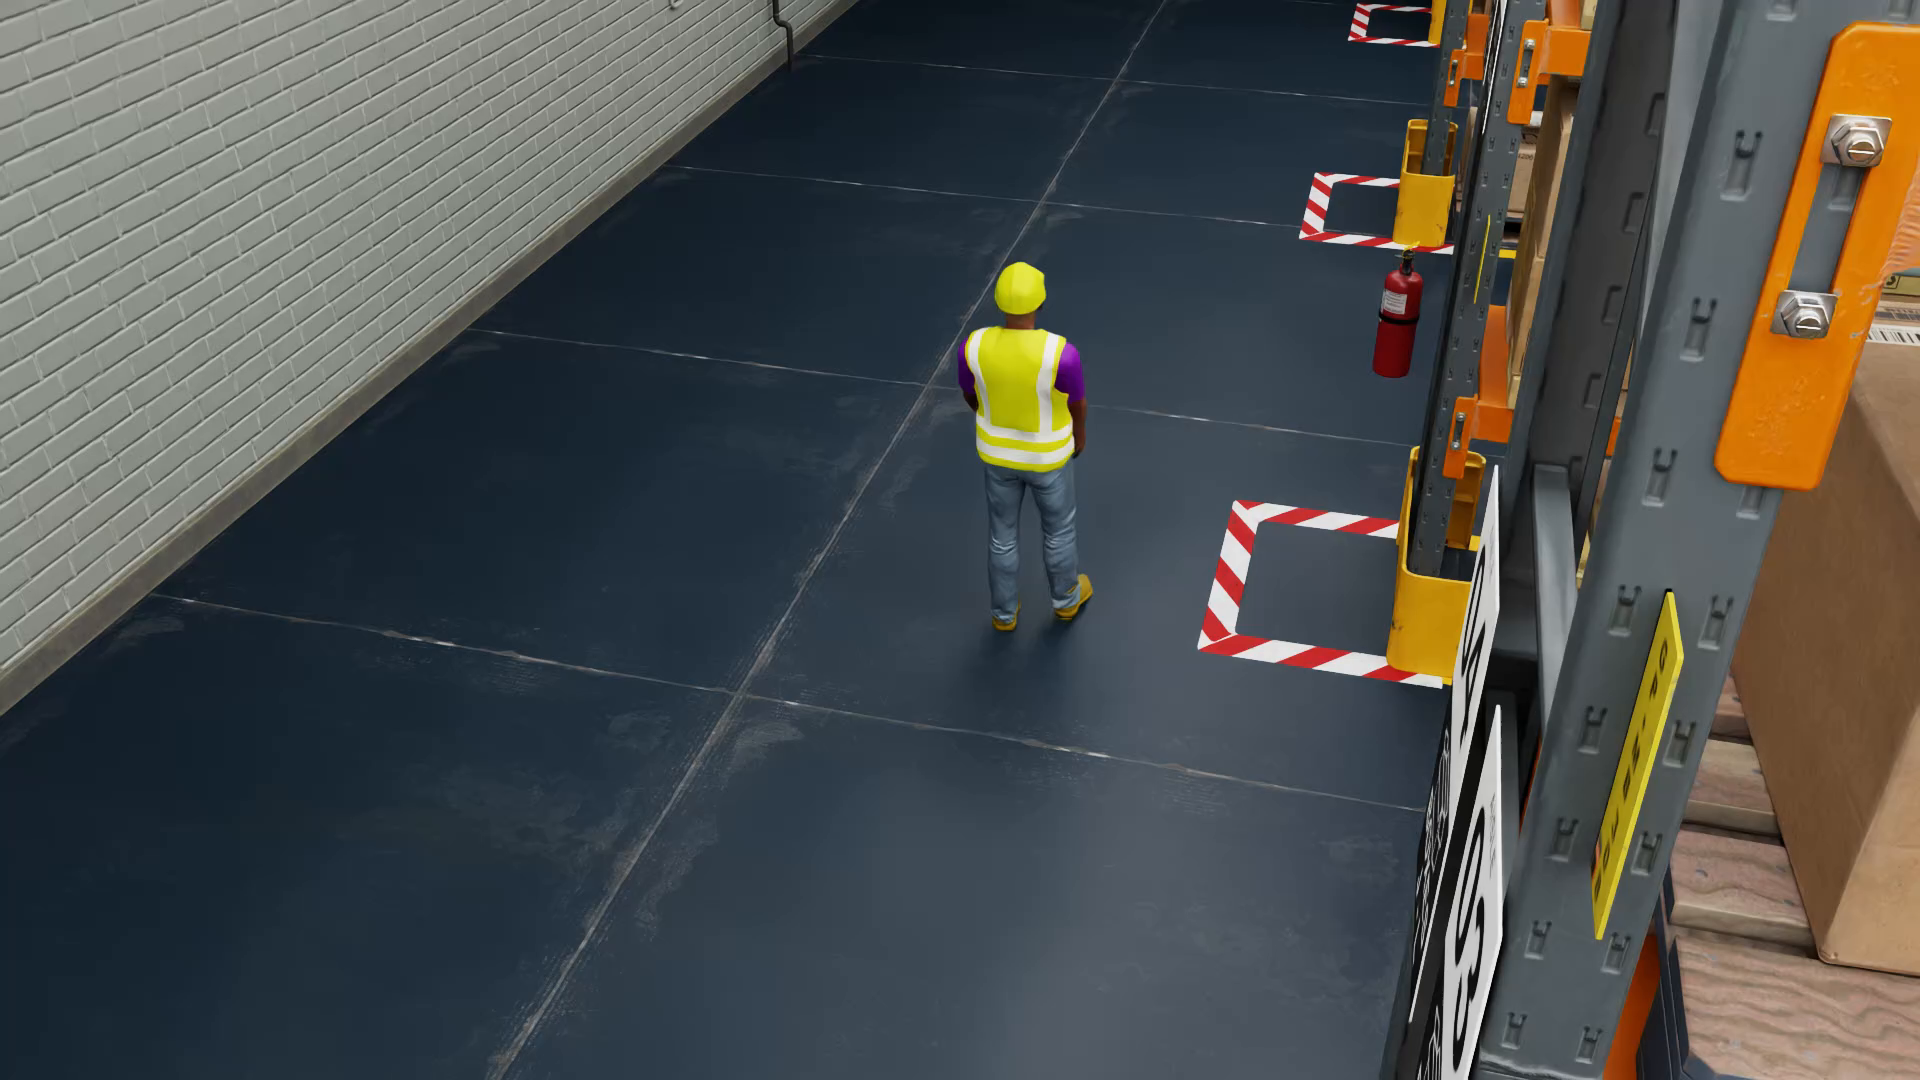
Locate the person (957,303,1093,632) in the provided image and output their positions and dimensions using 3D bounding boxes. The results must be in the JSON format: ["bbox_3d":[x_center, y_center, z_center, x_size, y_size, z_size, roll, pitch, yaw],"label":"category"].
[{"bbox_3d":[0.296,-0.410,7.279,0.571,1.734,0.551,9,34,14],"label":"person"}]
